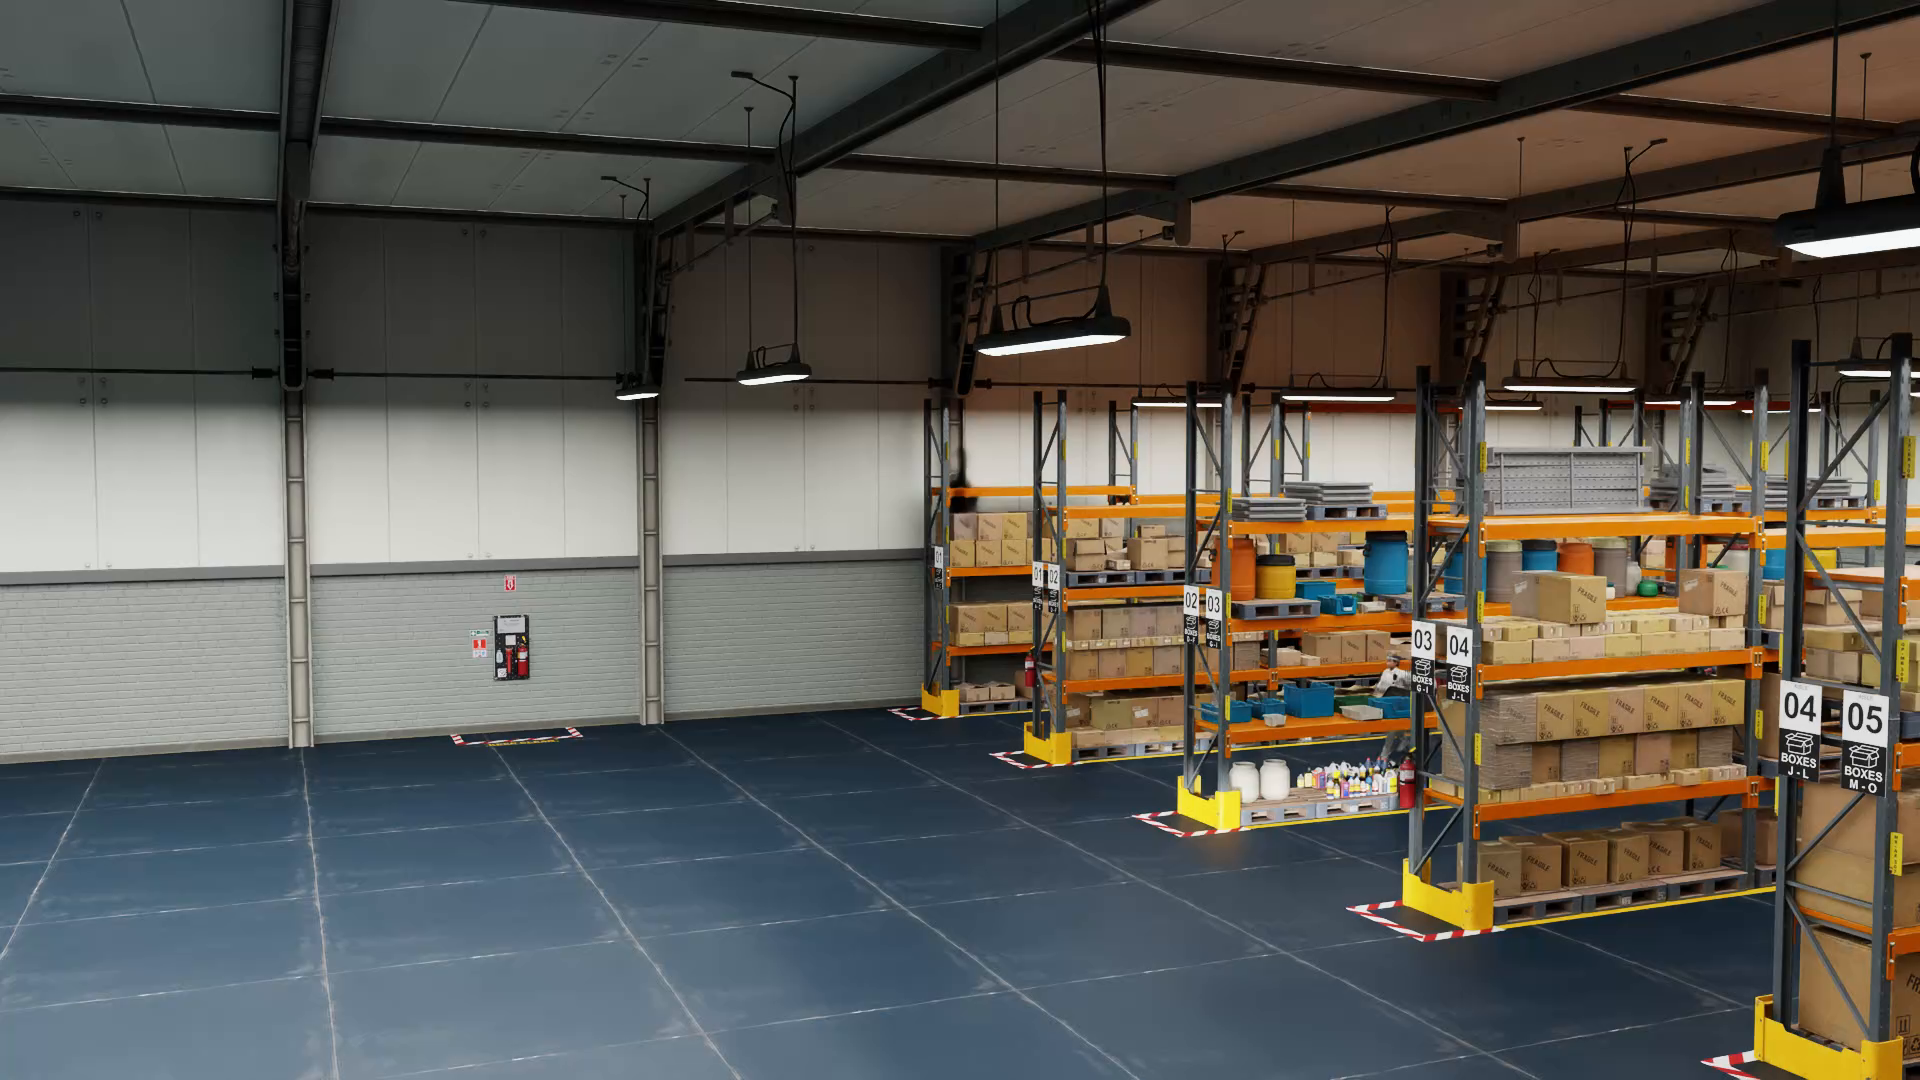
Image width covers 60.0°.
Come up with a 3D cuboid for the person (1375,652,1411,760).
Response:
[{"bbox_3d":[7.122,2.701,27.271,0.839,1.736,0.635,-2,4,-32],"label":"person"}]
